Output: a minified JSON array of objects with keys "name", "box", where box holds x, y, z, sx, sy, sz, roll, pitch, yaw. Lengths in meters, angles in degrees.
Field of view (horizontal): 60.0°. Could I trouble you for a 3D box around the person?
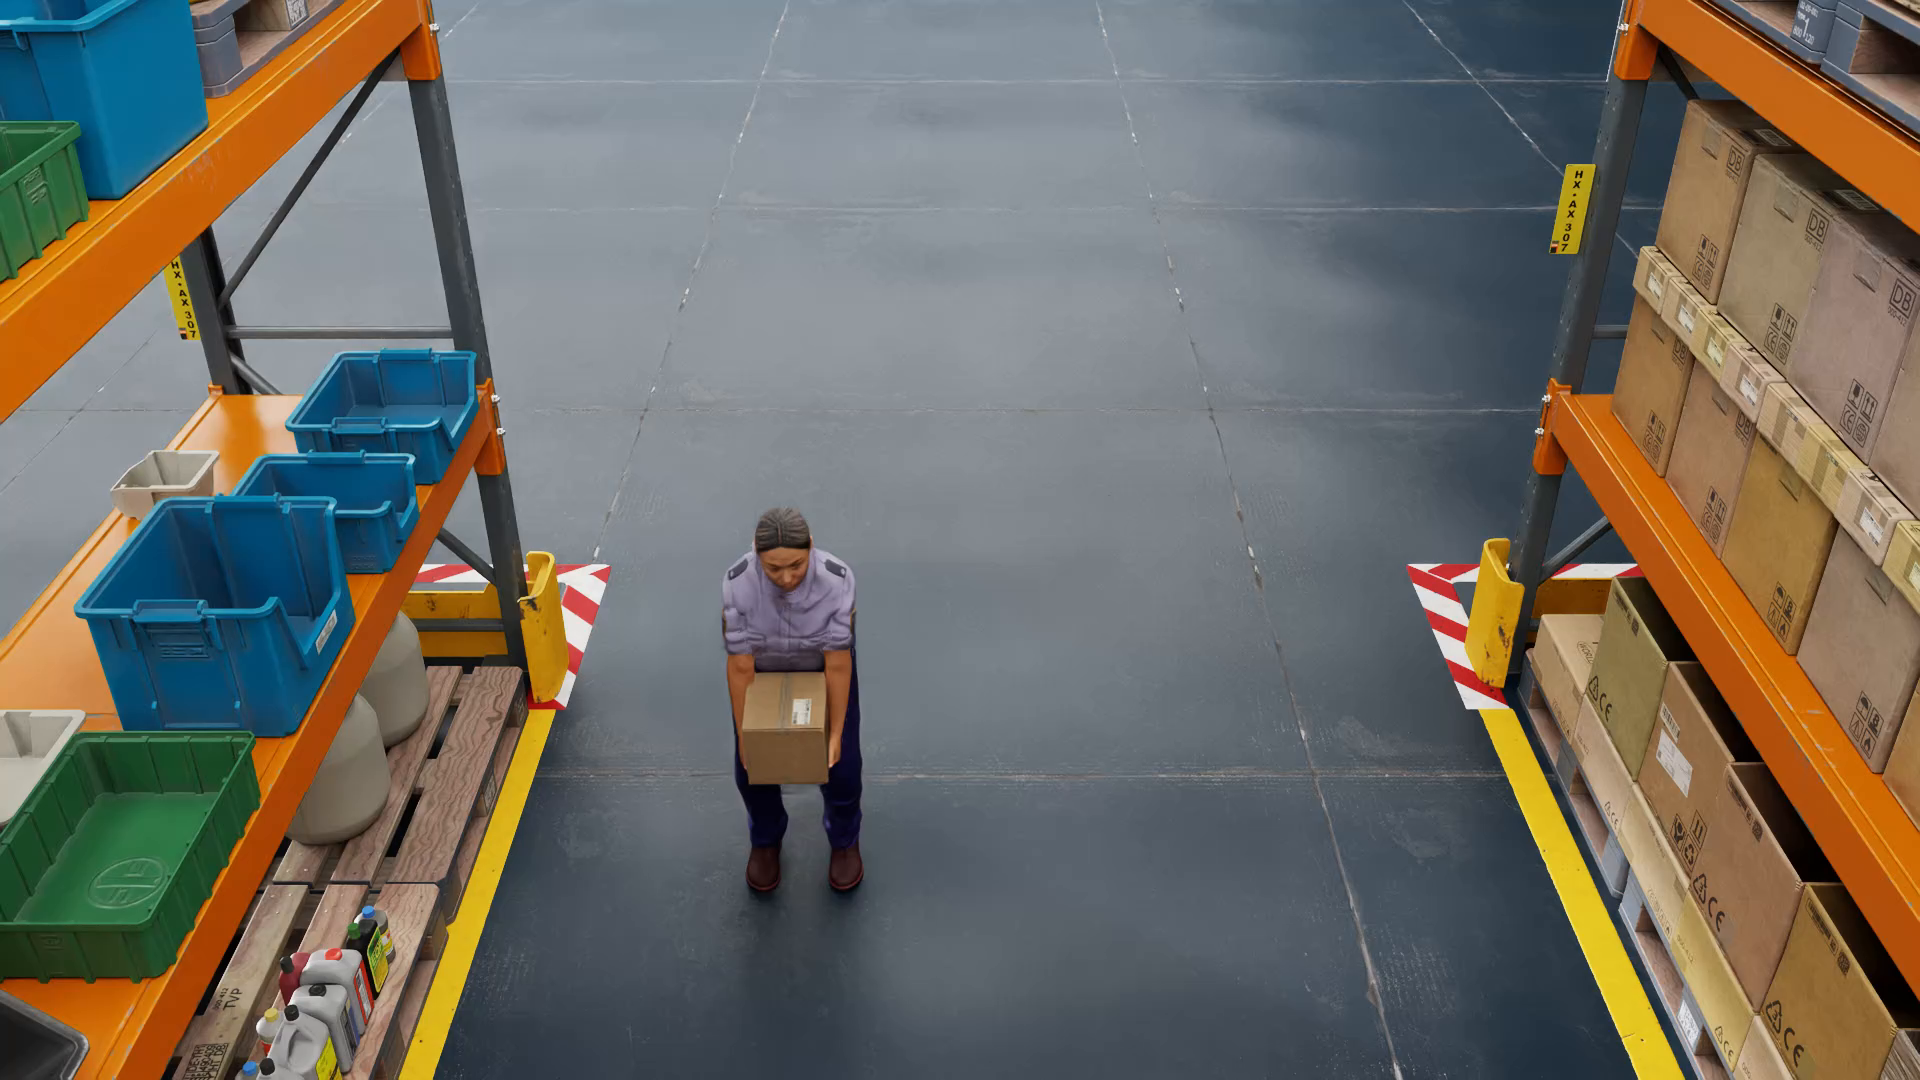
[{"name":"person","box":[-0.532,0.429,5.463,0.563,1.637,0.374,-2,32,-3]}]
